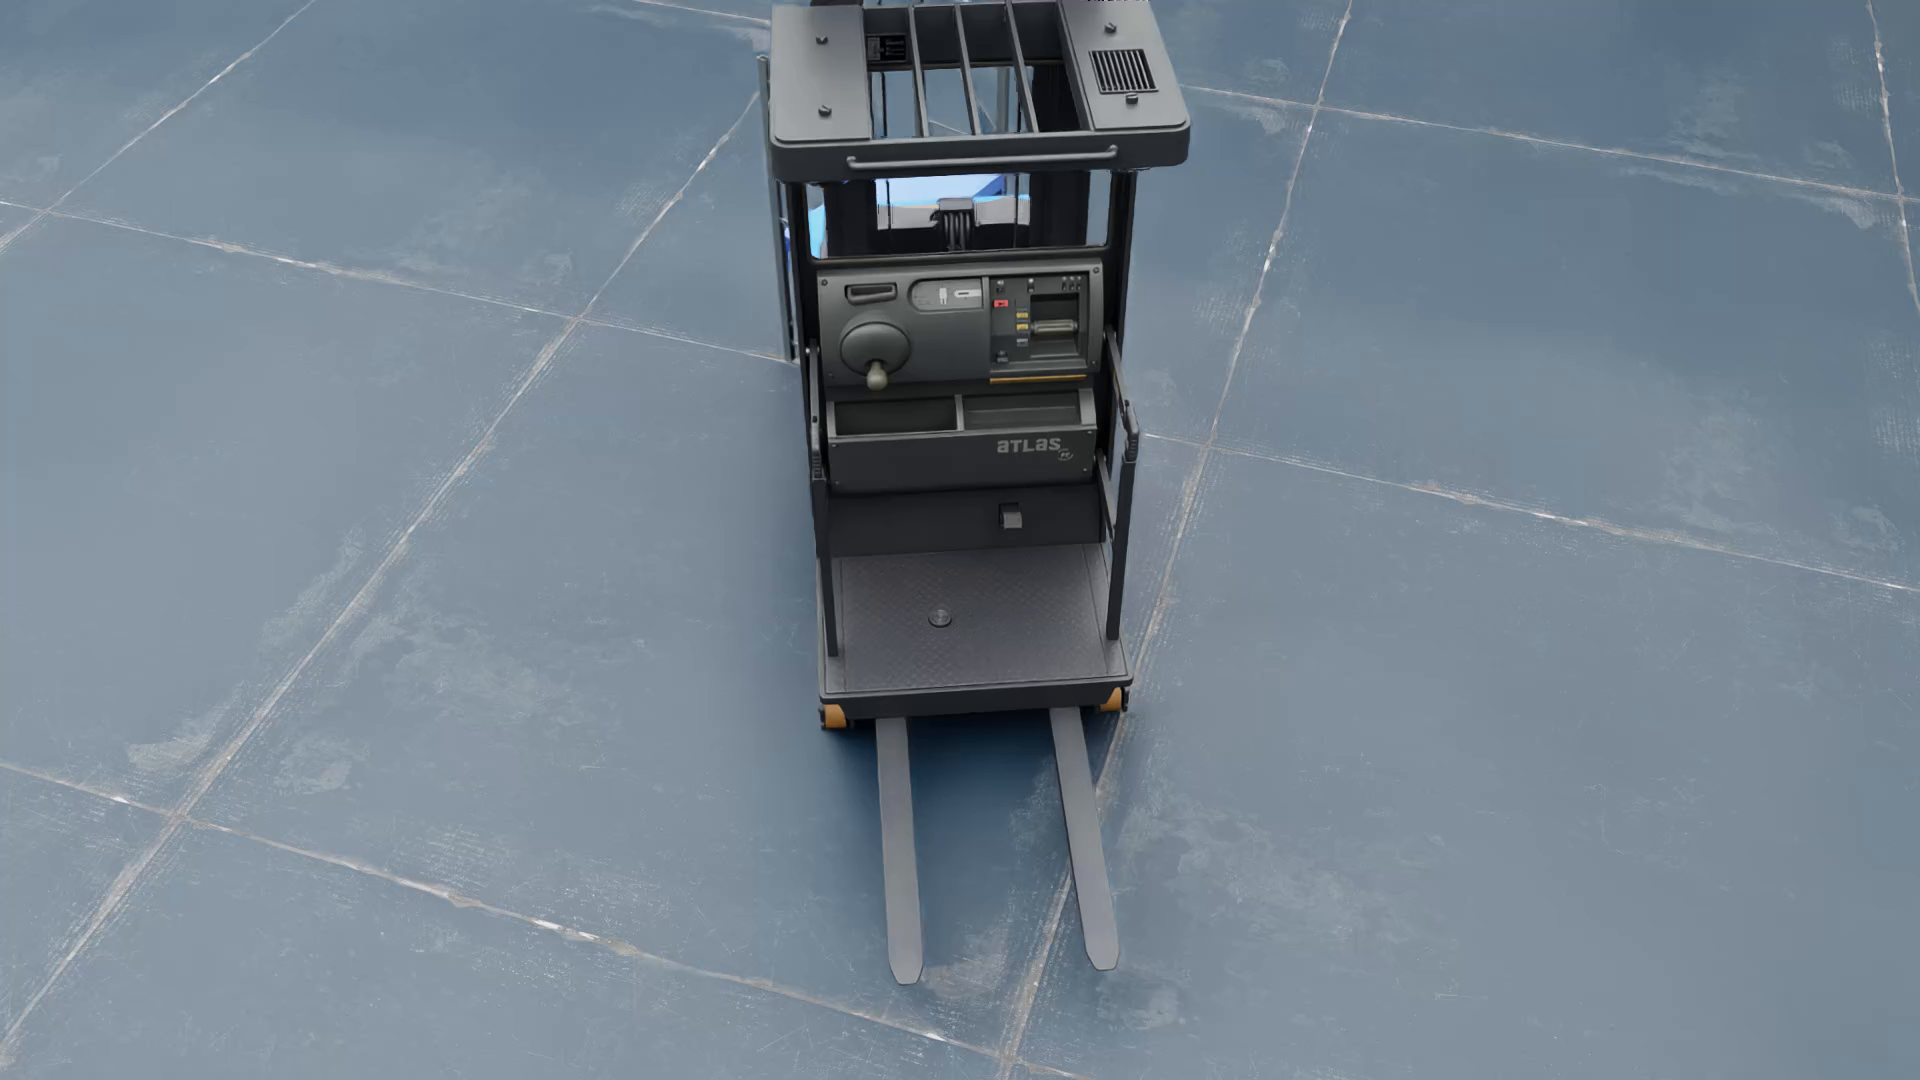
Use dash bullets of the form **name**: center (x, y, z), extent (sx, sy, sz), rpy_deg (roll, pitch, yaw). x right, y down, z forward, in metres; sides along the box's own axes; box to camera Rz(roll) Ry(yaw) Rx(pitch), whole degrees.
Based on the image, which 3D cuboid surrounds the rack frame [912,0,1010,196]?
- **rack frame**: center (0.003, -1.849, 7.568), extent (0.500, 1.500, 0.032), rpy_deg (27, 50, 25)

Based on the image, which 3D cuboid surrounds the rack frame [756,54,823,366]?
- **rack frame**: center (-0.590, -1.272, 6.977), extent (0.500, 1.500, 0.032), rpy_deg (27, 50, 25)

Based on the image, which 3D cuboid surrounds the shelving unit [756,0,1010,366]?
- **shelving unit**: center (-0.294, -1.561, 7.272), extent (0.538, 1.500, 1.048), rpy_deg (27, 50, 25)

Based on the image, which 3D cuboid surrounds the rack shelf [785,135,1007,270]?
- **rack shelf**: center (-0.294, -1.432, 7.398), extent (0.538, 0.185, 1.000), rpy_deg (27, 50, 25)

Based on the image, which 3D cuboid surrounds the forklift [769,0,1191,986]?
- **forklift**: center (0.024, -0.612, 5.279), extent (1.130, 2.935, 3.031), rpy_deg (-3, 44, -3)
